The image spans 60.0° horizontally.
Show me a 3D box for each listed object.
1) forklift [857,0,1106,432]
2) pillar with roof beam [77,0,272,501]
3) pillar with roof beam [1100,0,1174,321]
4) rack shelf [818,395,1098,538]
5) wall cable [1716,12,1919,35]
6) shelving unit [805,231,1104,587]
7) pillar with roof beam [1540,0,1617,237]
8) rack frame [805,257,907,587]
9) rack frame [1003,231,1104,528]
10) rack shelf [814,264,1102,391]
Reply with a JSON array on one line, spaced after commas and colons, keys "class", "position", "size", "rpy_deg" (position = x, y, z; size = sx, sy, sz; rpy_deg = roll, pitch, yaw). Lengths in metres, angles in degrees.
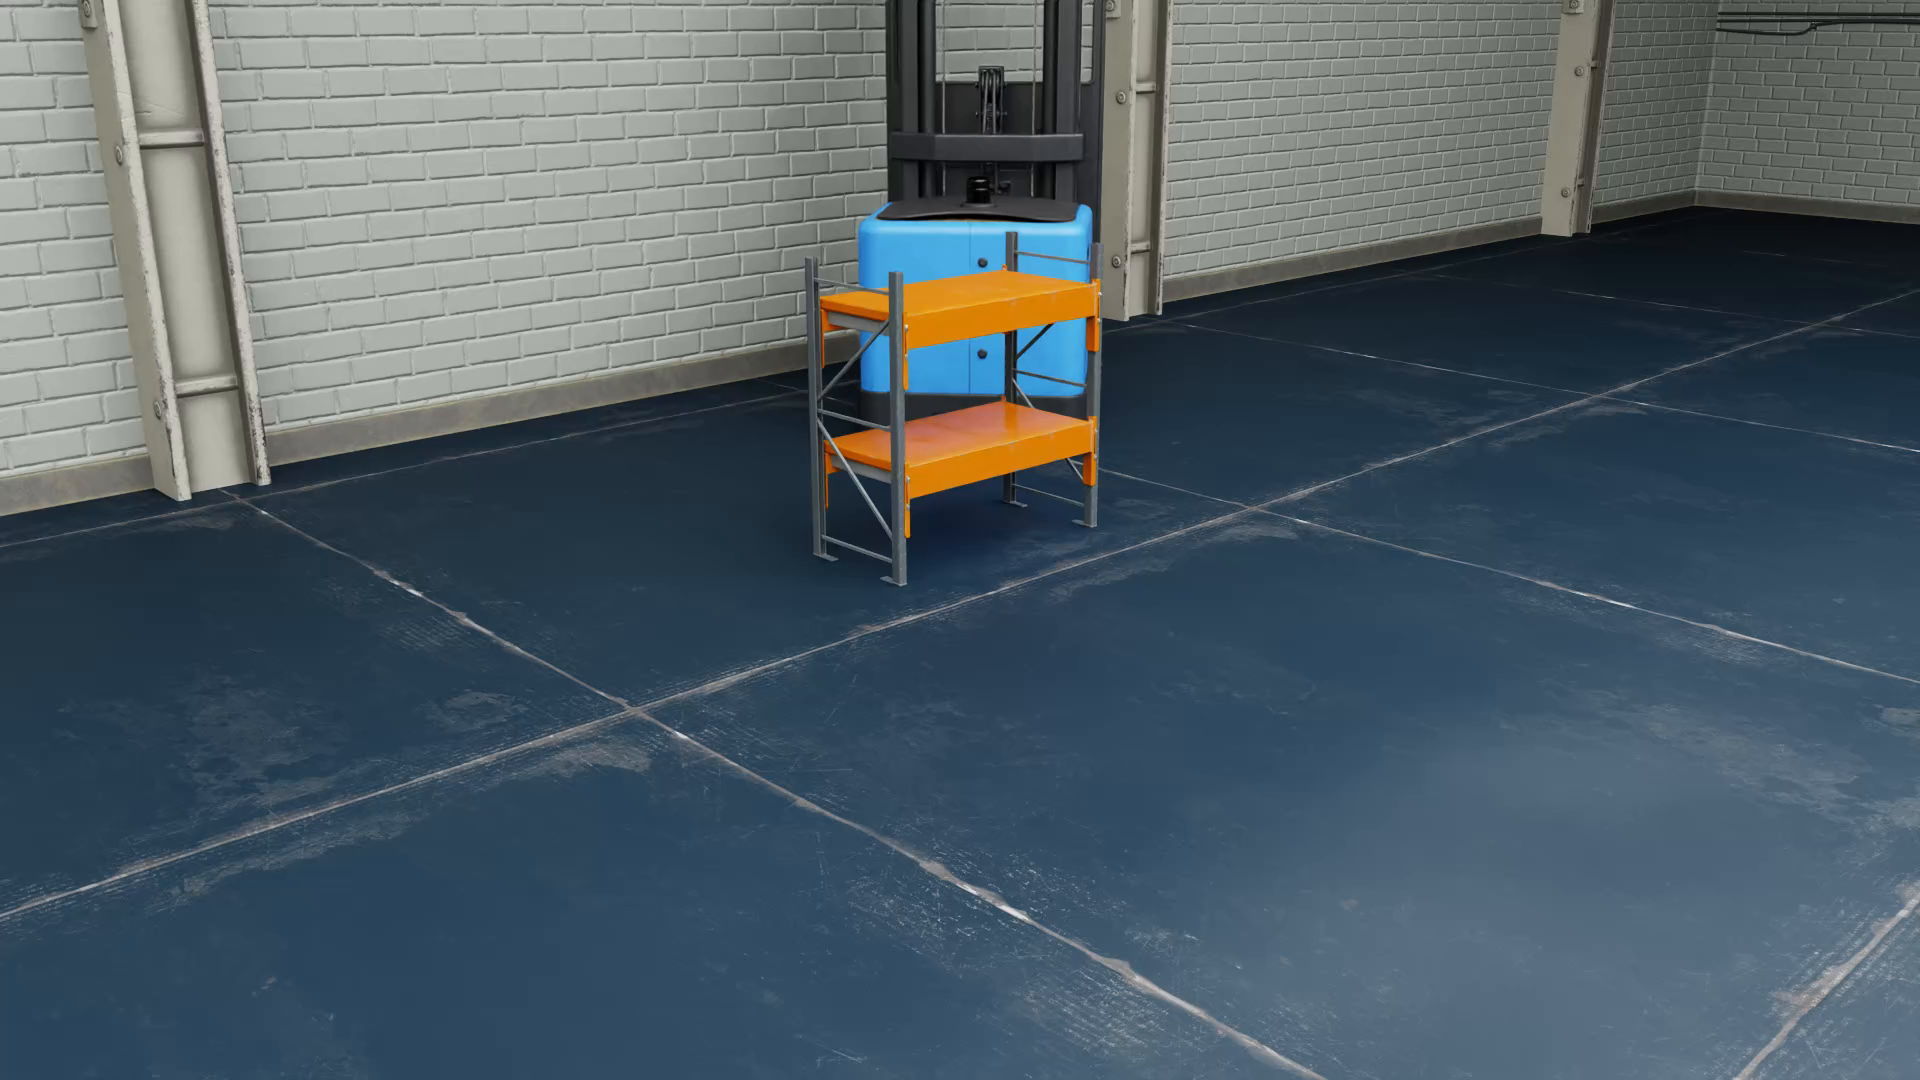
[{"class": "forklift", "position": [0.202, -2.216, 8.567], "size": [1.130, 2.935, 3.031], "rpy_deg": [2, 18, 6]}, {"class": "pillar with roof beam", "position": [-0.290, -3.555, 2.860], "size": [0.400, 9.000, 9.100], "rpy_deg": [-16, 24, -41]}, {"class": "pillar with roof beam", "position": [4.070, -4.827, 6.781], "size": [0.400, 9.000, 9.100], "rpy_deg": [-16, 24, -41]}, {"class": "rack shelf", "position": [-0.005, -0.301, 6.382], "size": [1.000, 0.278, 0.538], "rpy_deg": [-16, 24, -41]}, {"class": "wall cable", "position": [8.521, -5.914, 15.169], "size": [0.112, 2.526, 3.097], "rpy_deg": [-16, 24, -41]}, {"class": "shelving unit", "position": [-0.005, -0.534, 6.307], "size": [1.048, 1.125, 0.538], "rpy_deg": [-16, 24, -41]}, {"class": "pillar with roof beam", "position": [8.430, -6.098, 10.703], "size": [0.400, 9.000, 9.100], "rpy_deg": [-16, 24, -41]}, {"class": "rack frame", "position": [-0.374, -0.426, 5.975], "size": [0.032, 1.125, 0.500], "rpy_deg": [-16, 24, -41]}, {"class": "rack frame", "position": [0.364, -0.641, 6.639], "size": [0.032, 1.125, 0.500], "rpy_deg": [-16, 24, -41]}, {"class": "rack shelf", "position": [-0.005, -0.812, 6.217], "size": [1.000, 0.278, 0.538], "rpy_deg": [-16, 24, -41]}]
